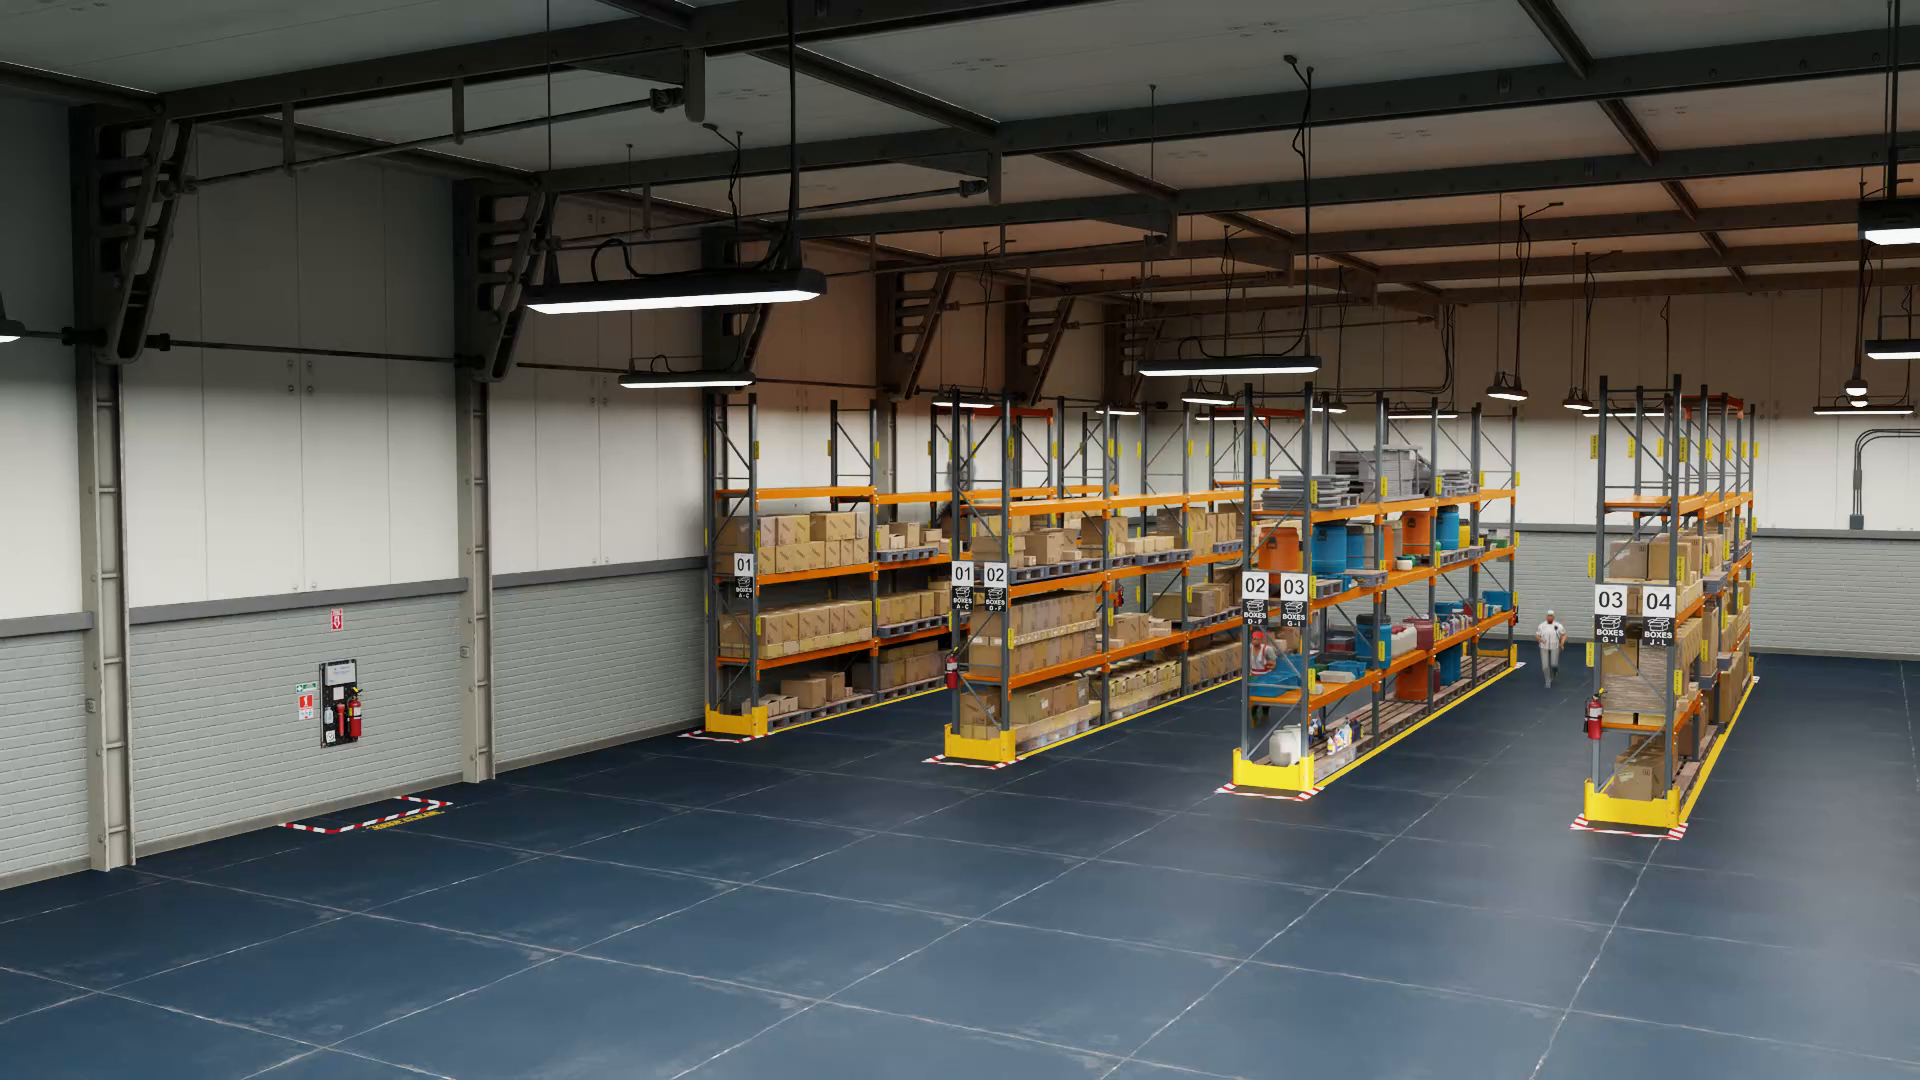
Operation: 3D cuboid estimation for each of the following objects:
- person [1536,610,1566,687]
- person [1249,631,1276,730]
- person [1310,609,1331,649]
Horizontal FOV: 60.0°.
[{"bbox_3d":[12.431,2.301,35.020,0.600,1.628,0.529,1,3,25],"label":"person"},{"bbox_3d":[5.419,2.509,30.023,0.637,1.784,0.974,1,3,21],"label":"person"},{"bbox_3d":[8.996,1.875,41.791,0.725,1.726,0.584,-3,4,-44],"label":"person"}]
